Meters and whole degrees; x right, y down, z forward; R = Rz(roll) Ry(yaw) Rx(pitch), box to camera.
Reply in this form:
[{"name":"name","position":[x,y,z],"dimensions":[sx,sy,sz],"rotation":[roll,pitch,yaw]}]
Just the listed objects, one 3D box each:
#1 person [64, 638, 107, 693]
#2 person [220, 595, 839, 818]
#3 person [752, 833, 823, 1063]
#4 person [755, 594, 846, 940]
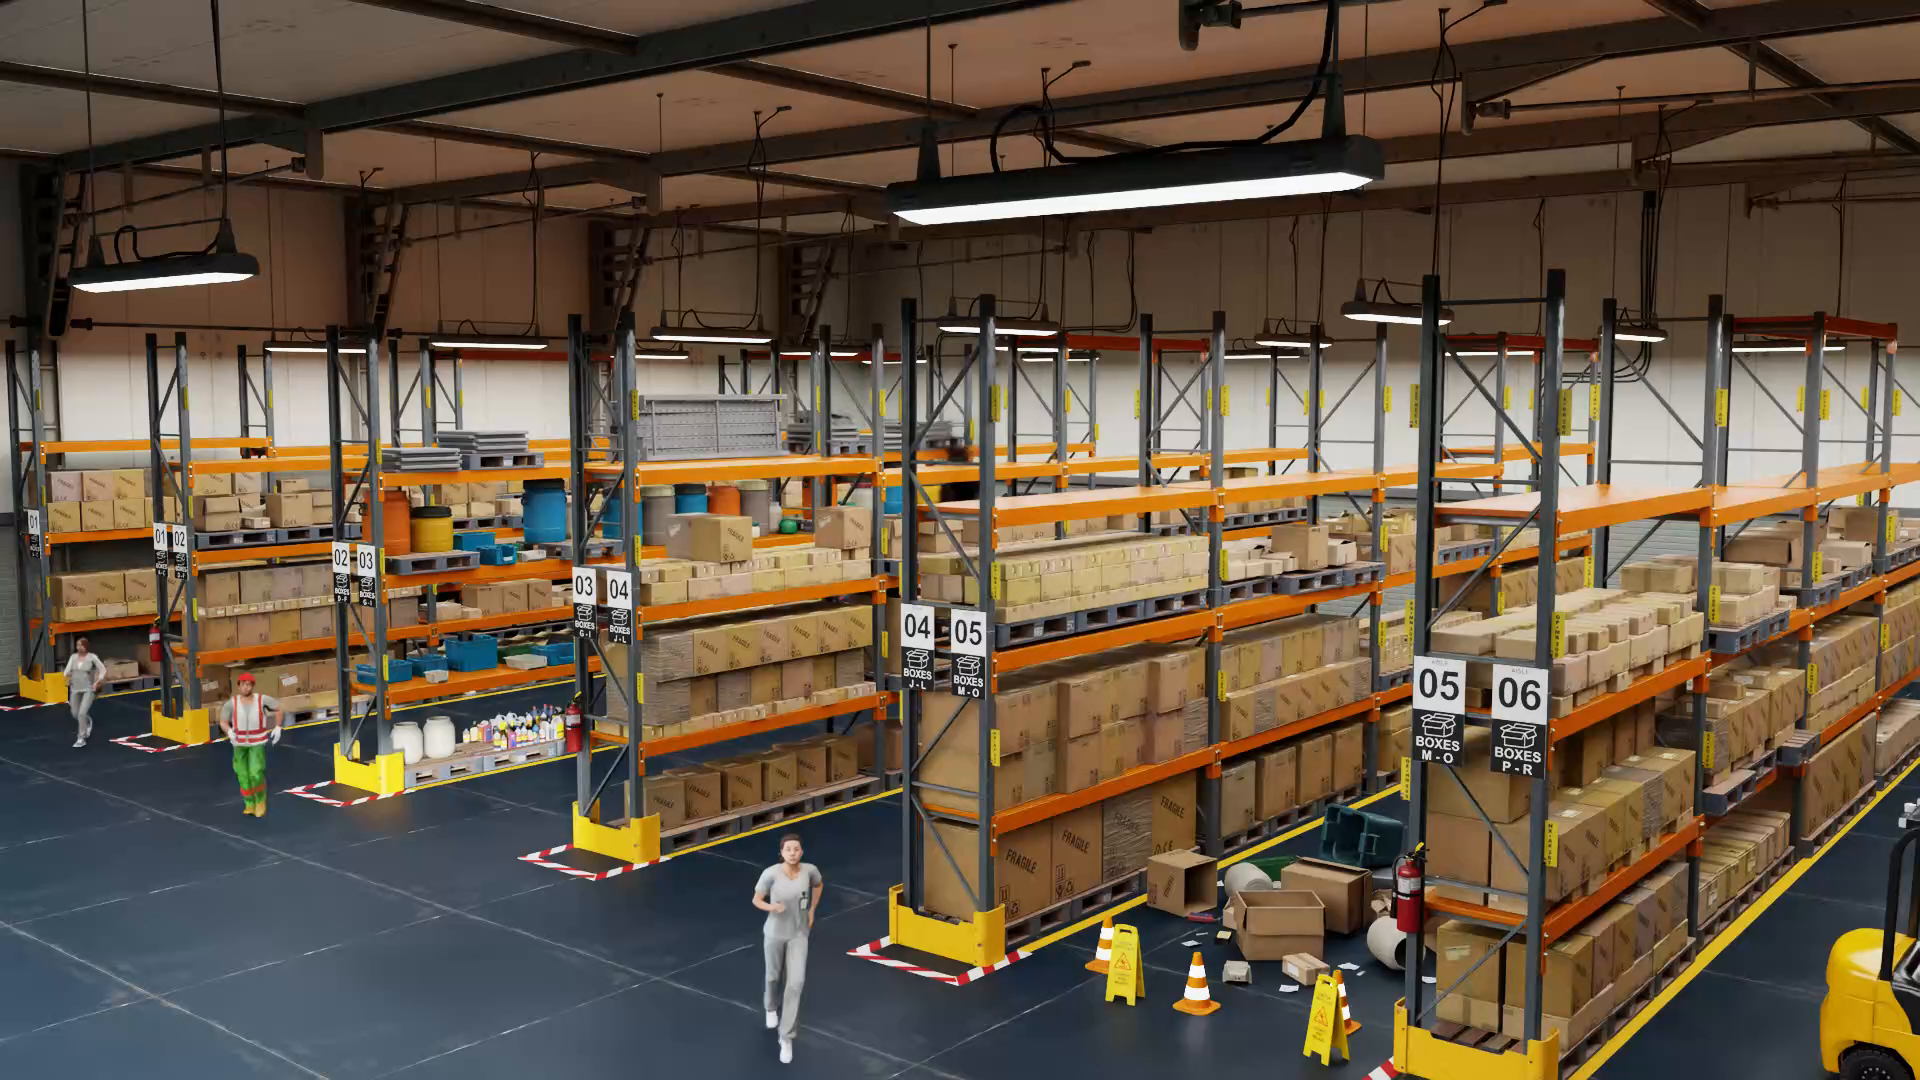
[{"name":"person","position":[-12.765,1.832,24.150],"dimensions":[0.571,0.783,0.419],"rotation":[0,5,-5]},{"name":"person","position":[-5.374,1.902,26.529],"dimensions":[10.104,1.788,11.703],"rotation":[-1,5,-15]},{"name":"person","position":[-1.354,3.144,13.141],"dimensions":[0.570,1.707,0.858],"rotation":[-1,5,-9]},{"name":"person","position":[-1.788,2.266,23.010],"dimensions":[11.114,1.660,17.500],"rotation":[3,6,29]}]
